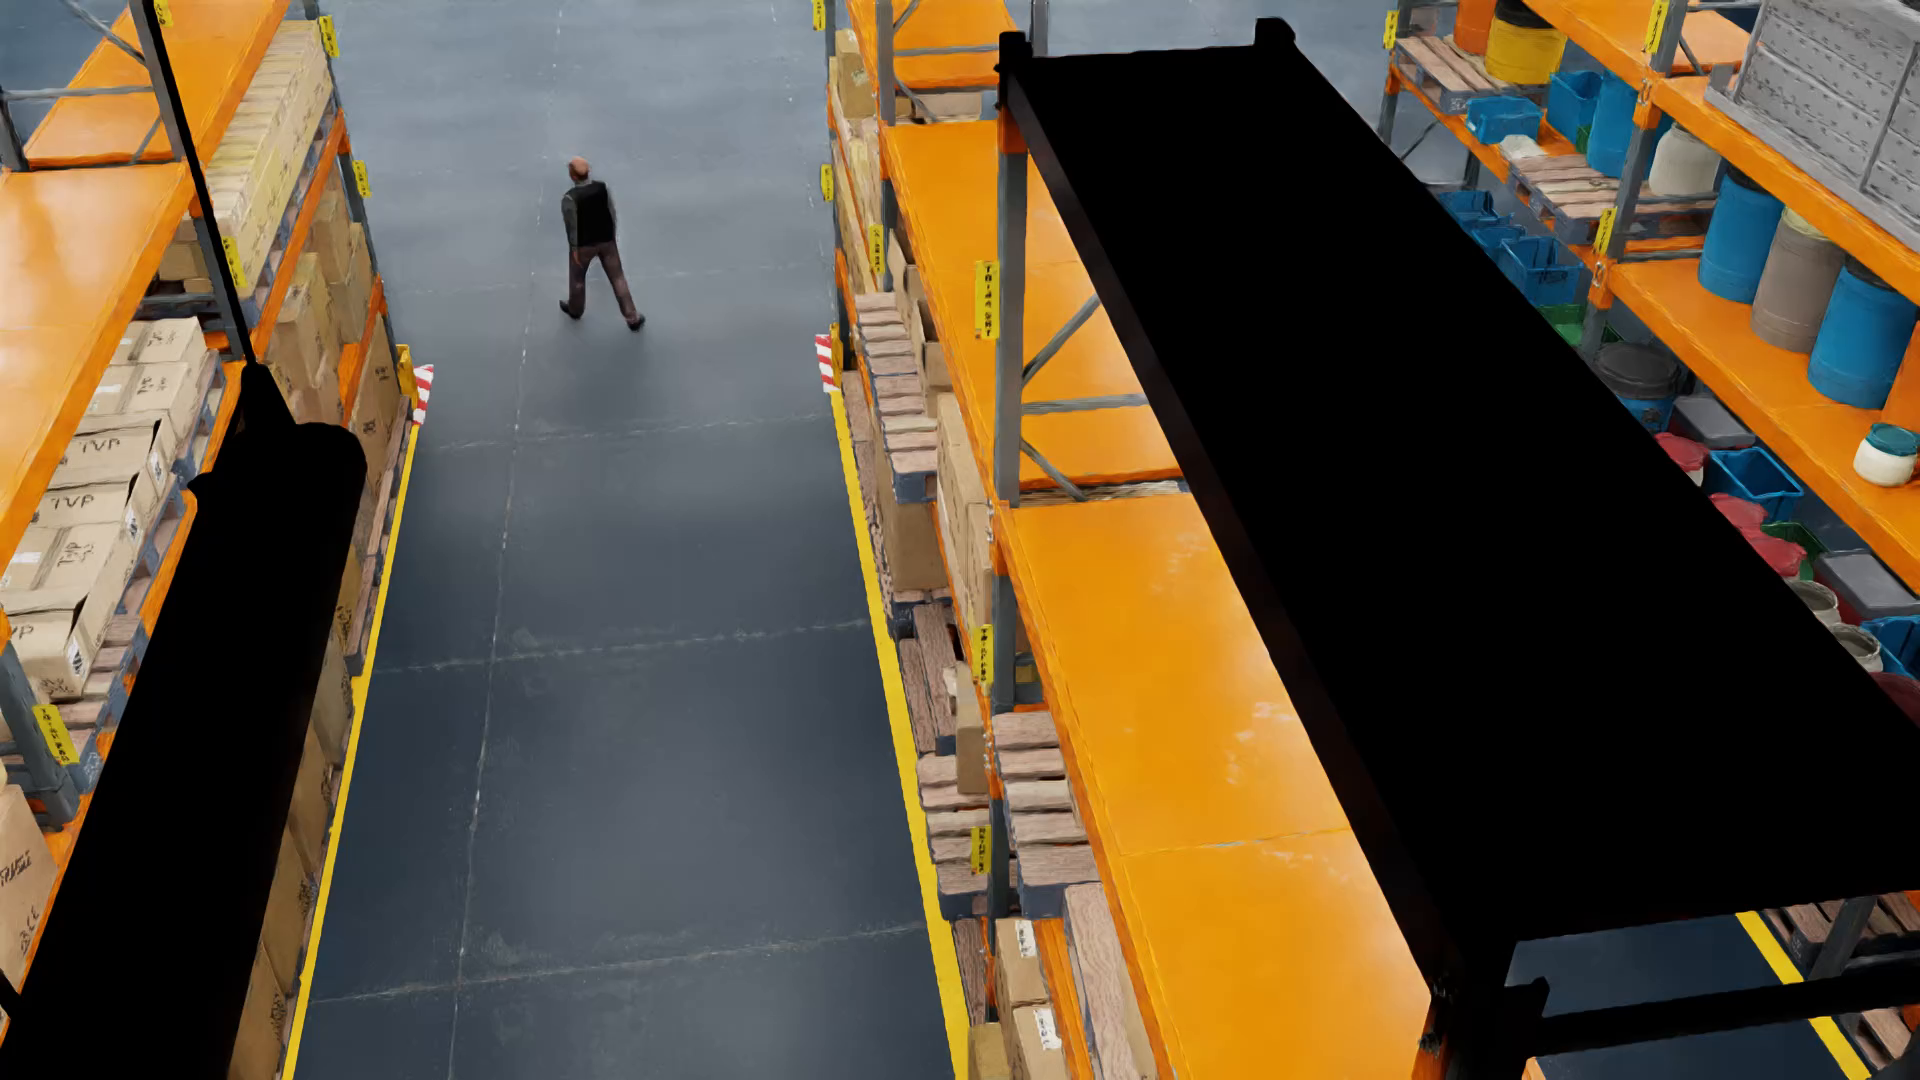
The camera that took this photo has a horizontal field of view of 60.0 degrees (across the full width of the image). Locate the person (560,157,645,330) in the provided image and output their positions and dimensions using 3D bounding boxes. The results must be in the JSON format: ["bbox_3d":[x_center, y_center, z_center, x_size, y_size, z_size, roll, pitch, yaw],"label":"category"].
[{"bbox_3d":[-3.499,-2.851,15.911,0.588,1.695,0.930,-23,42,-28],"label":"person"}]
